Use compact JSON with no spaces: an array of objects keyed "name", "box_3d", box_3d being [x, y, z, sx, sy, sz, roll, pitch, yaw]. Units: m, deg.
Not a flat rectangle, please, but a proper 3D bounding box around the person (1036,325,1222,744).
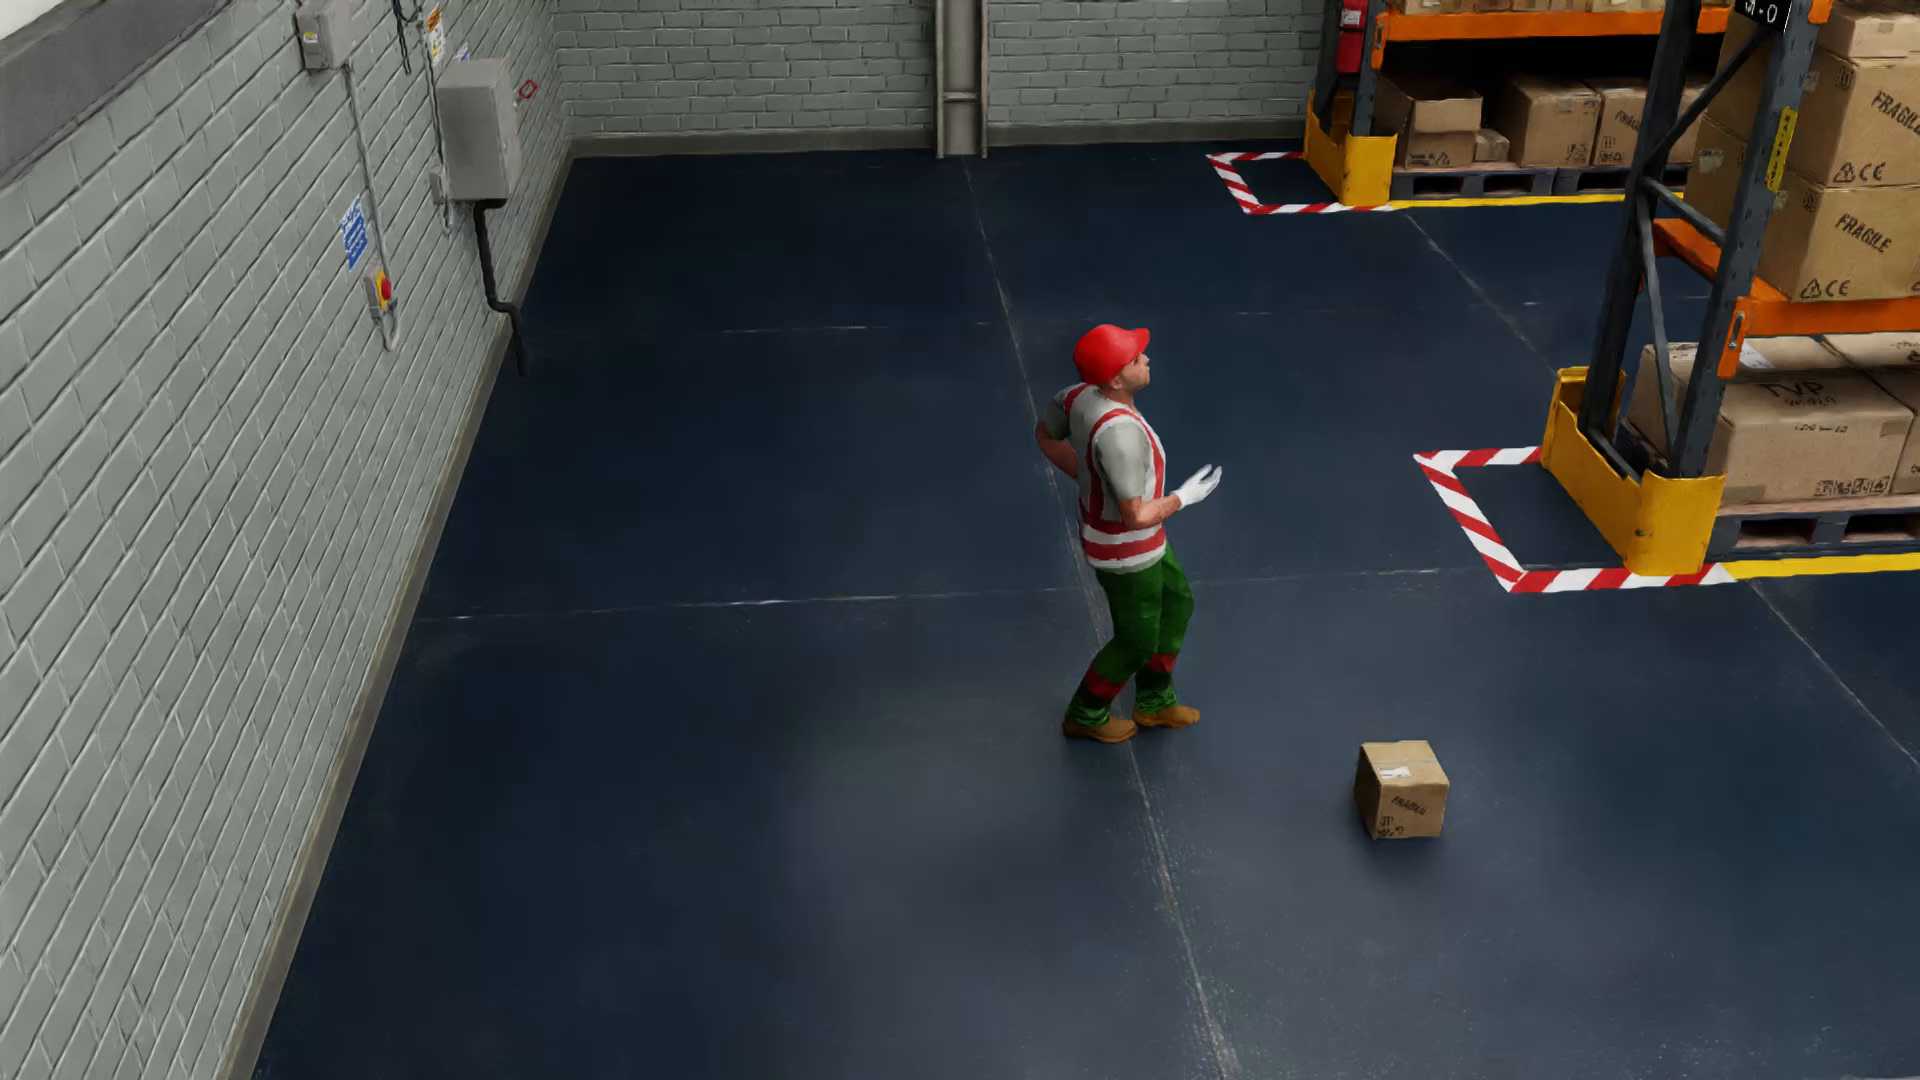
[{"name":"person","box_3d":[0.626,0.030,6.110,0.681,1.777,0.632,0,31,-1]}]
